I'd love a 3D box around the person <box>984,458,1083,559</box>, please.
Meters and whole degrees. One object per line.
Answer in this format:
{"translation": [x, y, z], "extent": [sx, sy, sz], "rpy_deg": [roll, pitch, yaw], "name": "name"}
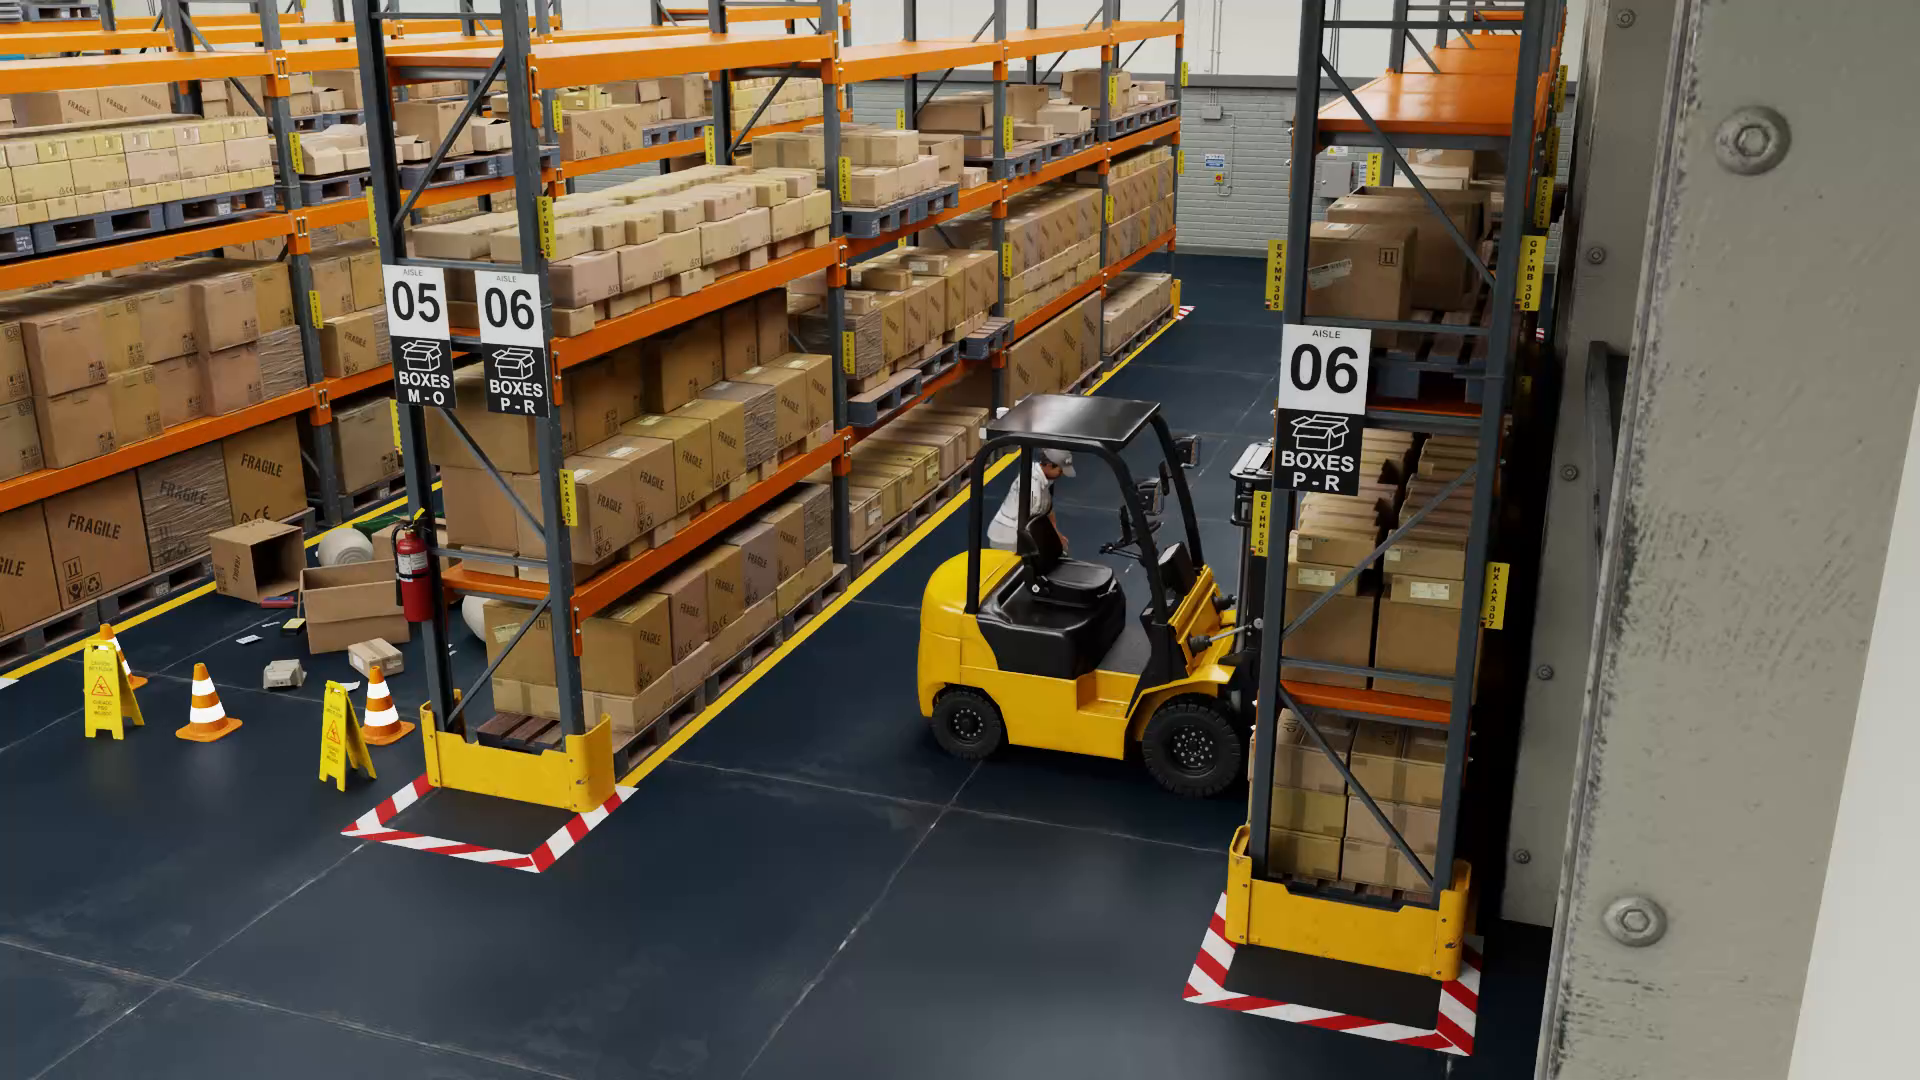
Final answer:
{"translation": [0.552, 0.052, 12.326], "extent": [0.709, 1.406, 0.533], "rpy_deg": [7, 20, 18], "name": "person"}
